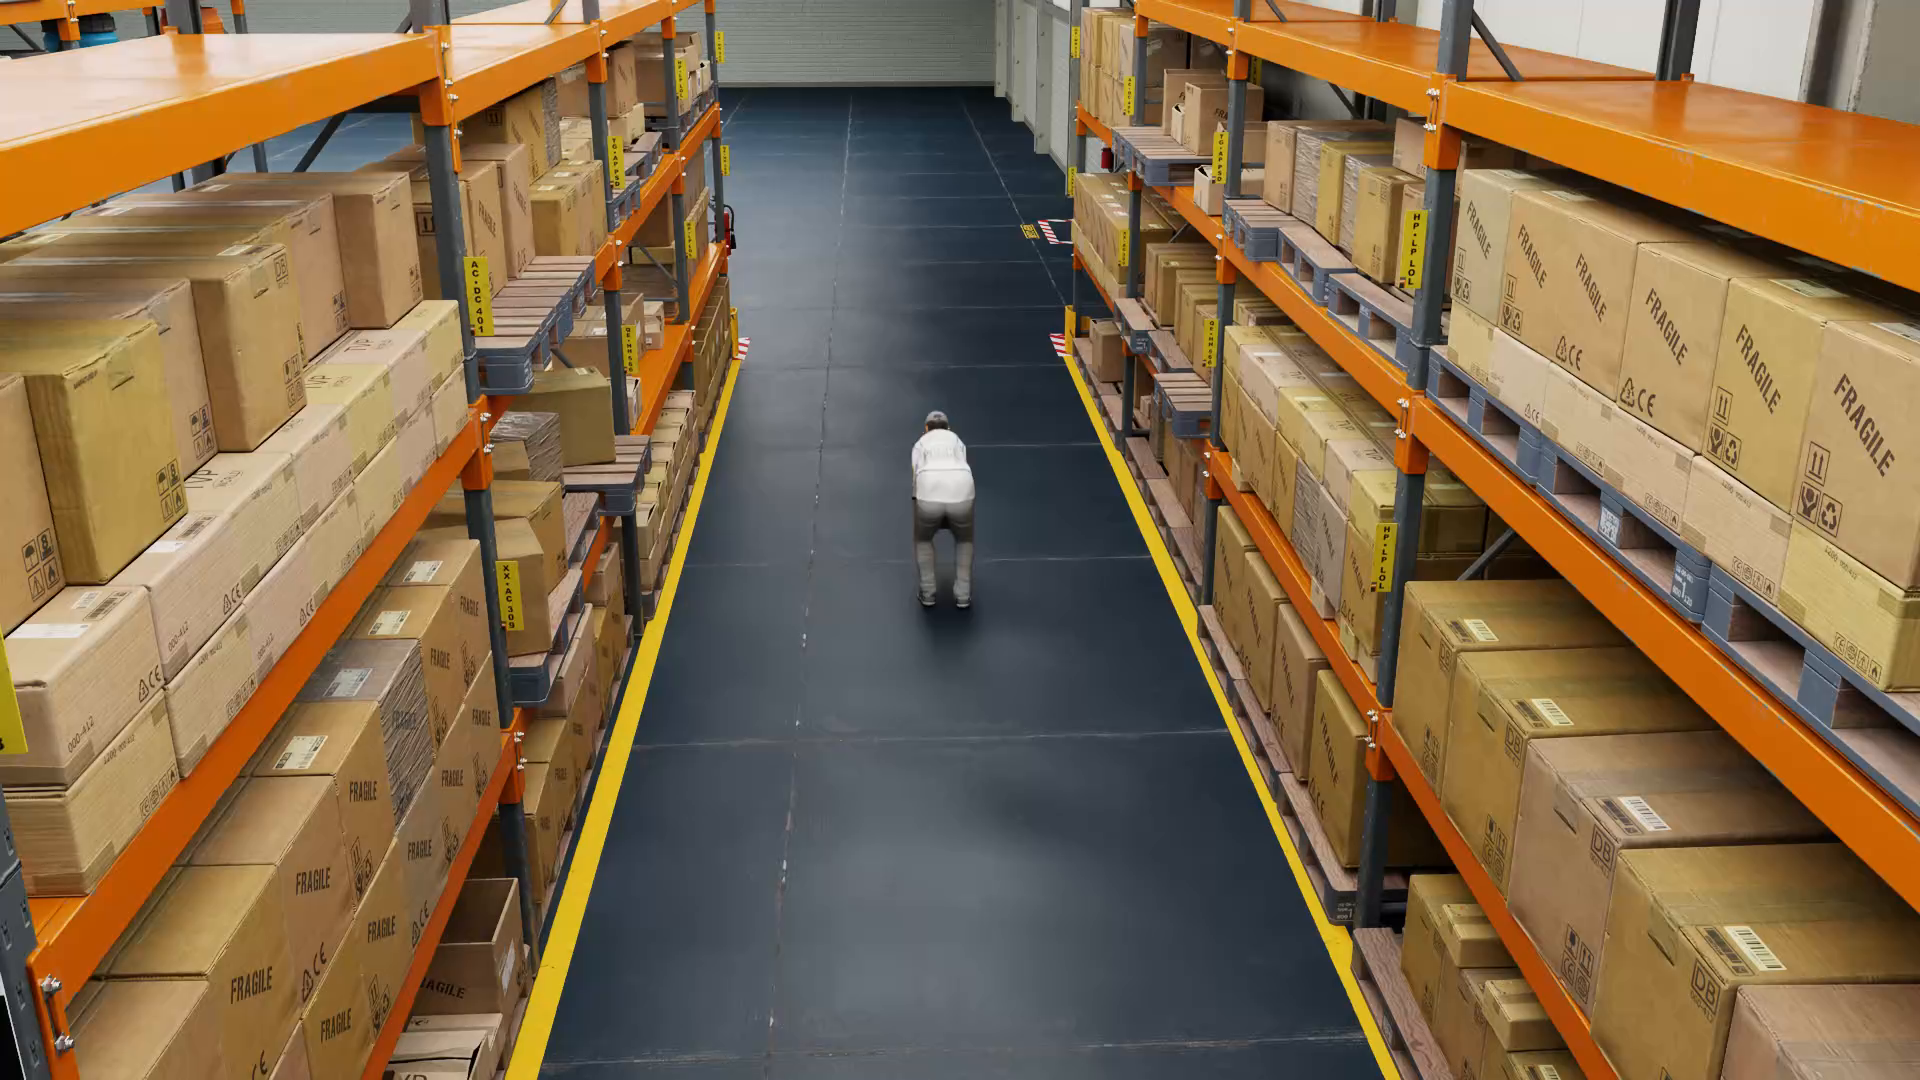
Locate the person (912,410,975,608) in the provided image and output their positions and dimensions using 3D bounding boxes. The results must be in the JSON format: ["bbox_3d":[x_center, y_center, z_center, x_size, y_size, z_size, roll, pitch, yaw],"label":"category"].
[{"bbox_3d":[-0.135,-0.216,12.150,0.460,1.323,0.874,-2,21,-4],"label":"person"}]
